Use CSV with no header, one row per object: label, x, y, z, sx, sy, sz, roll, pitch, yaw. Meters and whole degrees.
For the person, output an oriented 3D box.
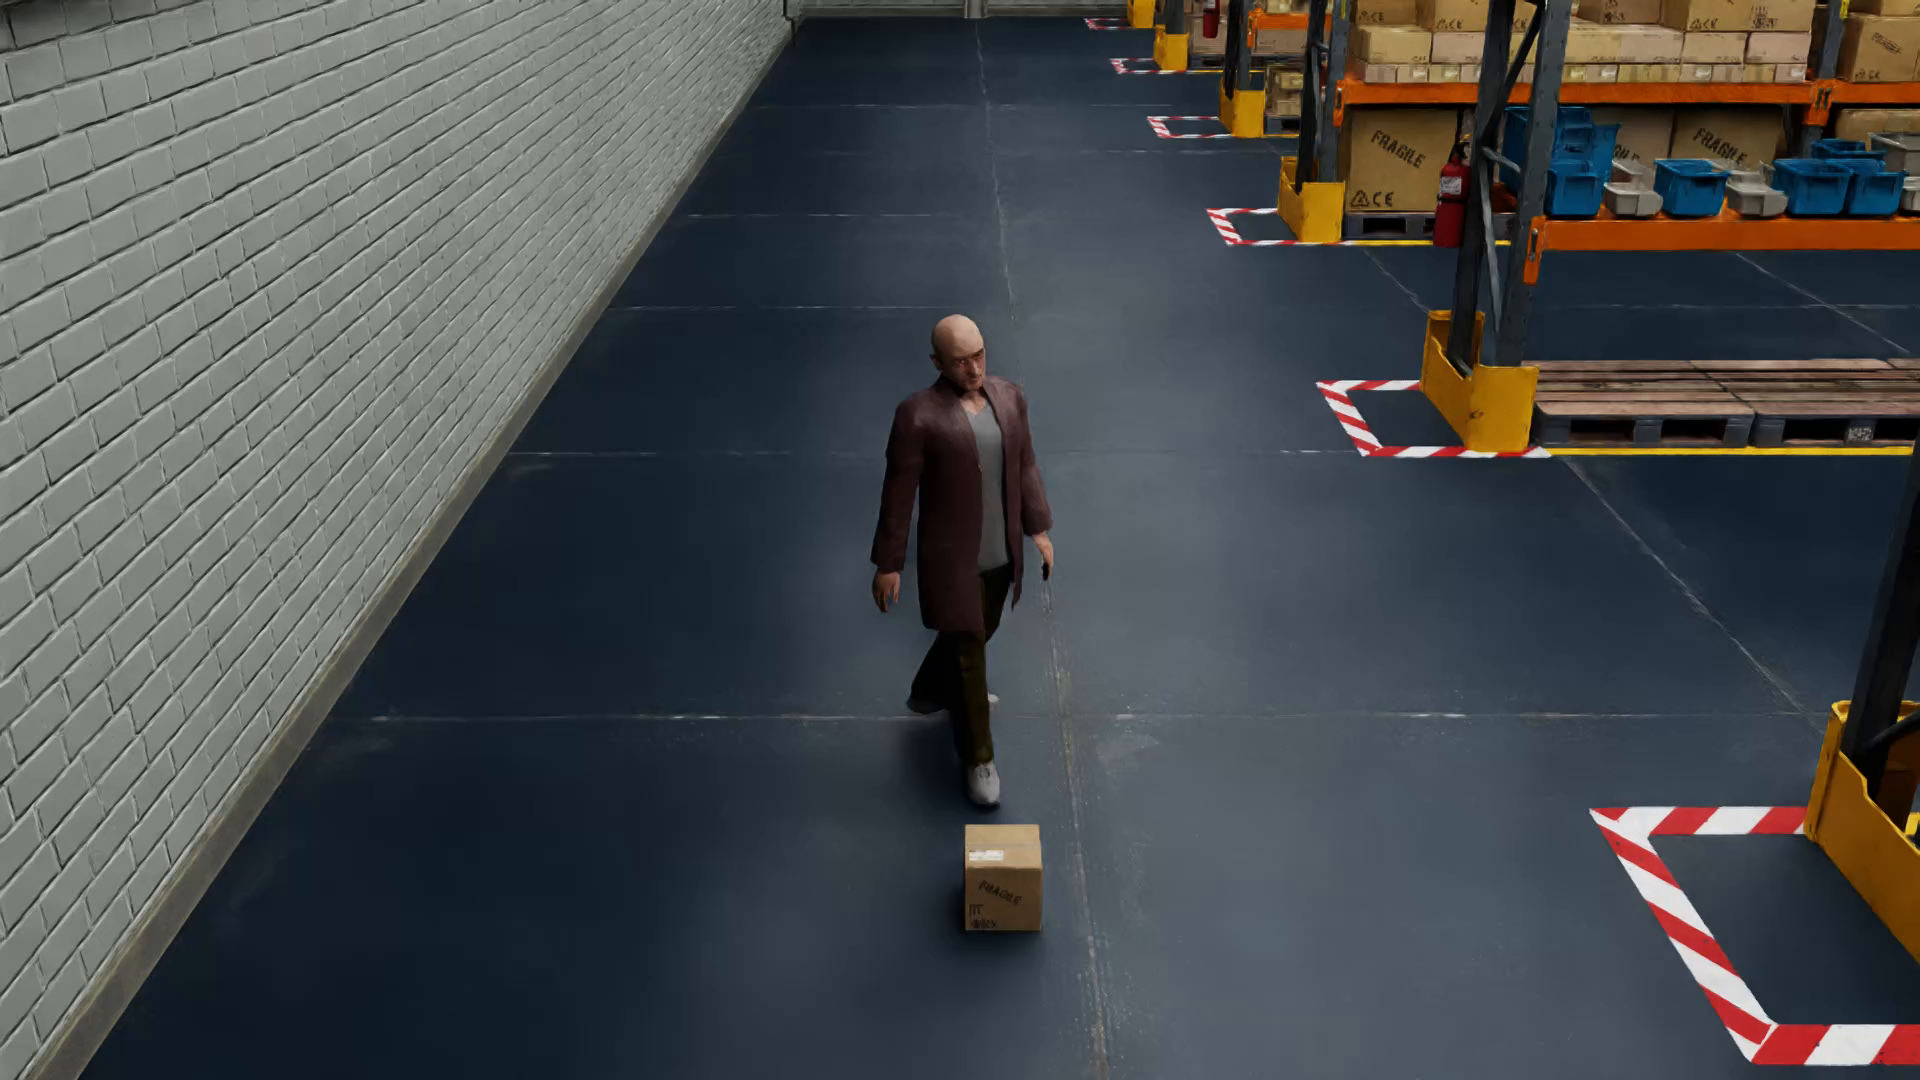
person,-0.006,0.034,6.048,0.683,1.773,0.730,-18,30,-35
